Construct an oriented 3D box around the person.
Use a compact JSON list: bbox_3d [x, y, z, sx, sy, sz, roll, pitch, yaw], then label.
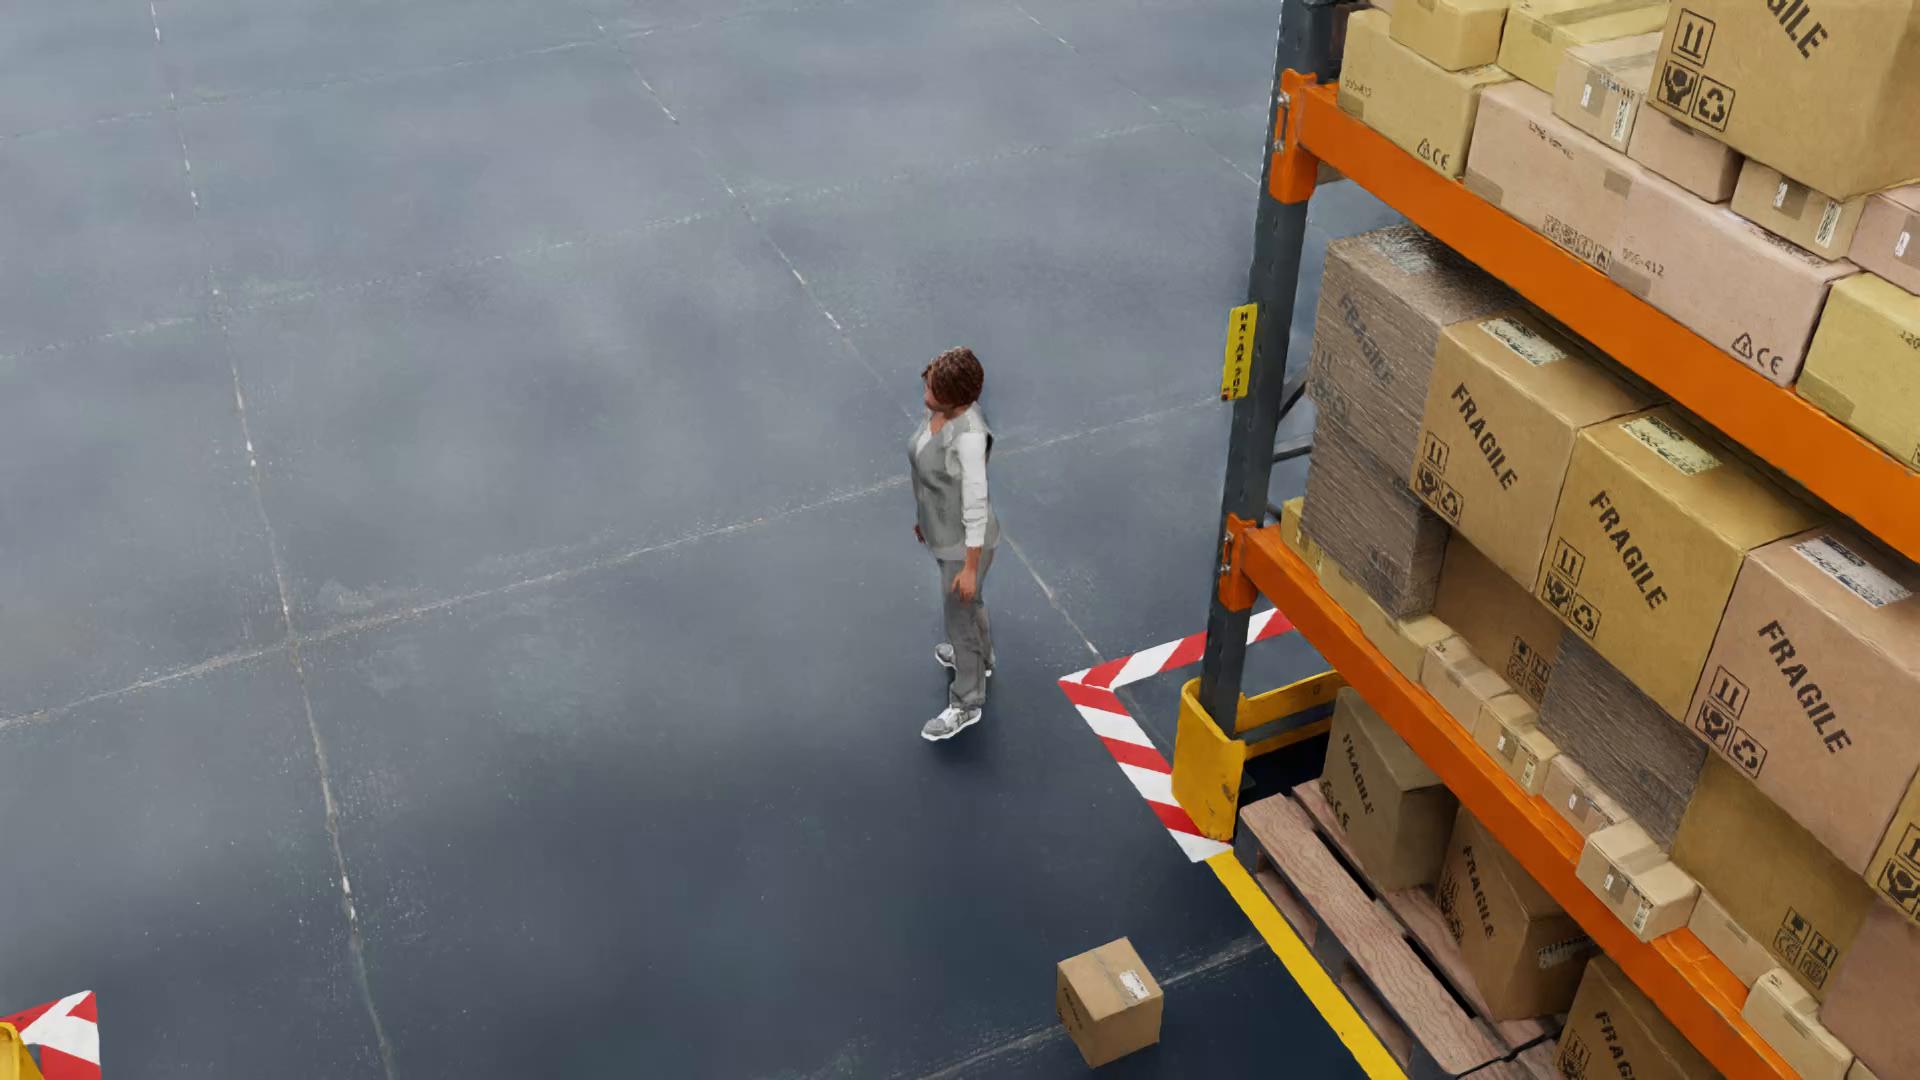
[{"bbox_3d":[-0.021,-0.006,6.125,0.368,1.598,0.558,-9,39,-11],"label":"person"}]
